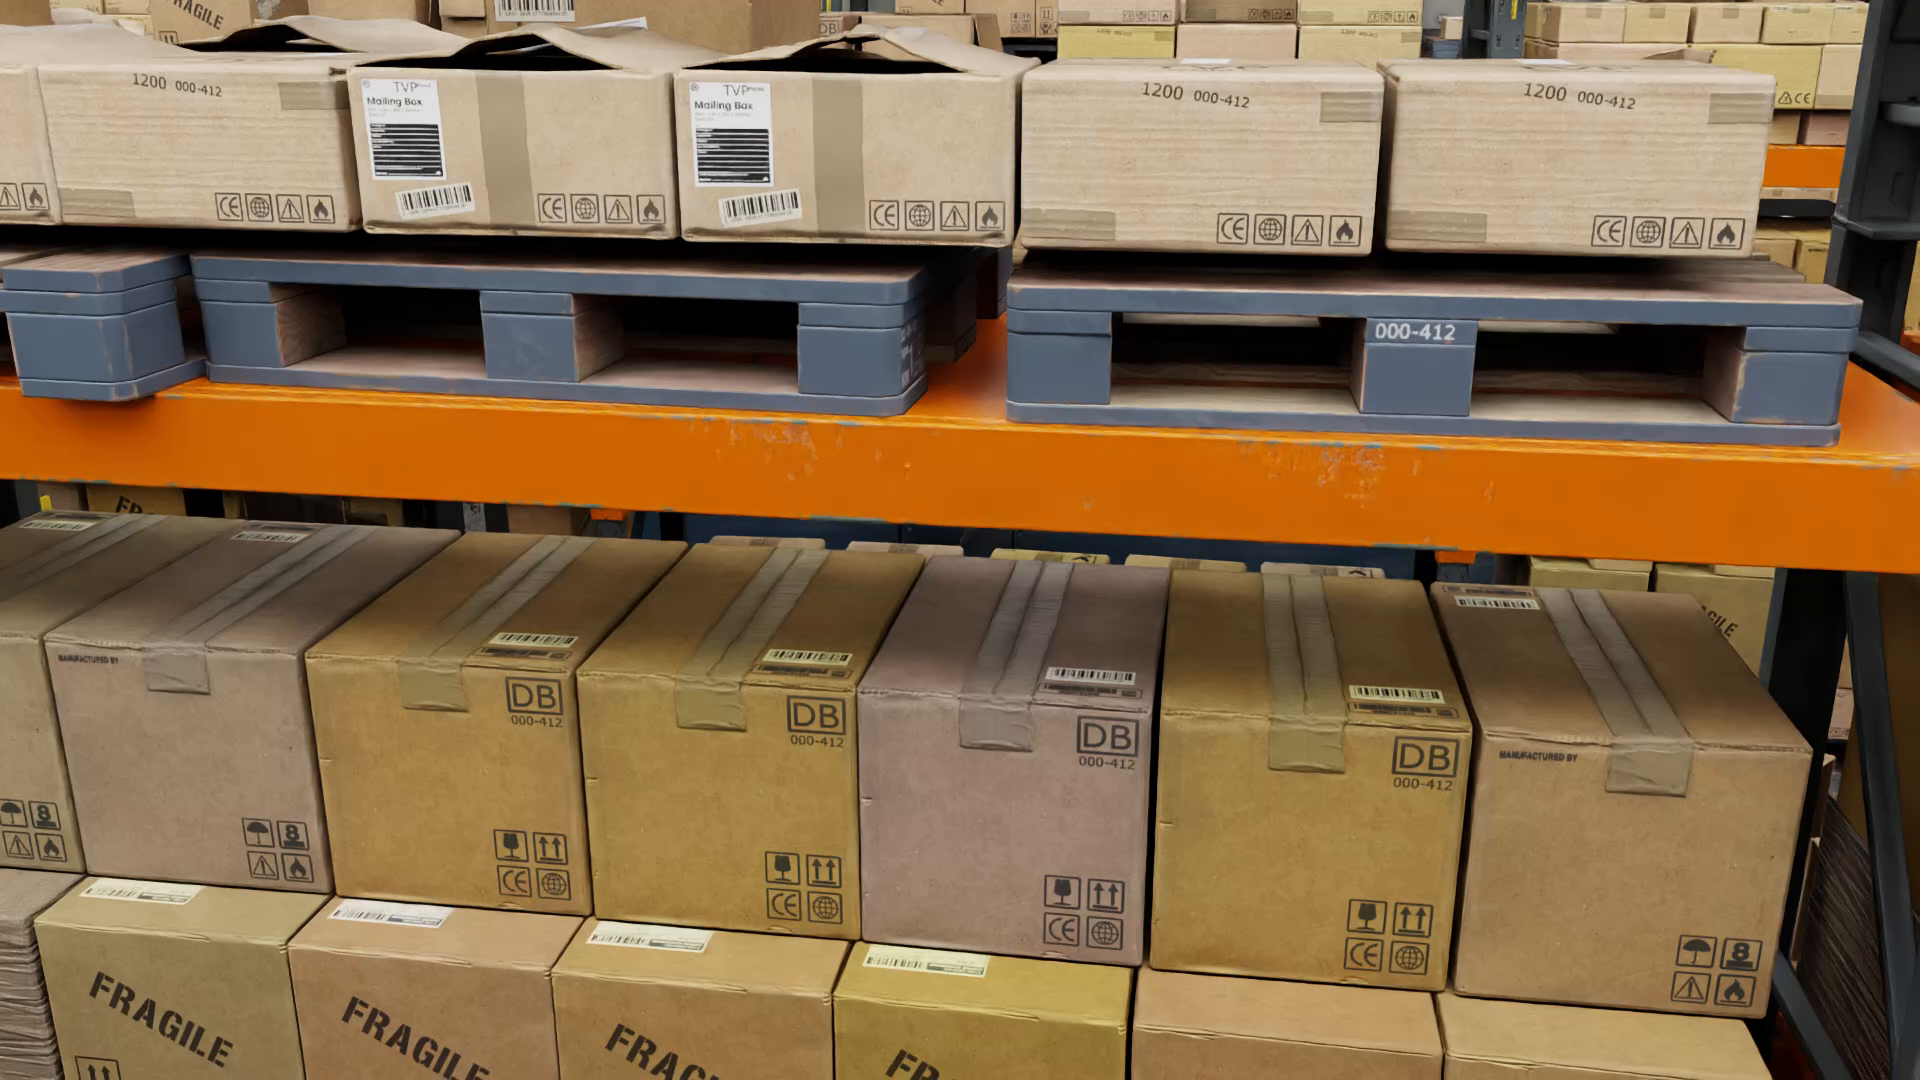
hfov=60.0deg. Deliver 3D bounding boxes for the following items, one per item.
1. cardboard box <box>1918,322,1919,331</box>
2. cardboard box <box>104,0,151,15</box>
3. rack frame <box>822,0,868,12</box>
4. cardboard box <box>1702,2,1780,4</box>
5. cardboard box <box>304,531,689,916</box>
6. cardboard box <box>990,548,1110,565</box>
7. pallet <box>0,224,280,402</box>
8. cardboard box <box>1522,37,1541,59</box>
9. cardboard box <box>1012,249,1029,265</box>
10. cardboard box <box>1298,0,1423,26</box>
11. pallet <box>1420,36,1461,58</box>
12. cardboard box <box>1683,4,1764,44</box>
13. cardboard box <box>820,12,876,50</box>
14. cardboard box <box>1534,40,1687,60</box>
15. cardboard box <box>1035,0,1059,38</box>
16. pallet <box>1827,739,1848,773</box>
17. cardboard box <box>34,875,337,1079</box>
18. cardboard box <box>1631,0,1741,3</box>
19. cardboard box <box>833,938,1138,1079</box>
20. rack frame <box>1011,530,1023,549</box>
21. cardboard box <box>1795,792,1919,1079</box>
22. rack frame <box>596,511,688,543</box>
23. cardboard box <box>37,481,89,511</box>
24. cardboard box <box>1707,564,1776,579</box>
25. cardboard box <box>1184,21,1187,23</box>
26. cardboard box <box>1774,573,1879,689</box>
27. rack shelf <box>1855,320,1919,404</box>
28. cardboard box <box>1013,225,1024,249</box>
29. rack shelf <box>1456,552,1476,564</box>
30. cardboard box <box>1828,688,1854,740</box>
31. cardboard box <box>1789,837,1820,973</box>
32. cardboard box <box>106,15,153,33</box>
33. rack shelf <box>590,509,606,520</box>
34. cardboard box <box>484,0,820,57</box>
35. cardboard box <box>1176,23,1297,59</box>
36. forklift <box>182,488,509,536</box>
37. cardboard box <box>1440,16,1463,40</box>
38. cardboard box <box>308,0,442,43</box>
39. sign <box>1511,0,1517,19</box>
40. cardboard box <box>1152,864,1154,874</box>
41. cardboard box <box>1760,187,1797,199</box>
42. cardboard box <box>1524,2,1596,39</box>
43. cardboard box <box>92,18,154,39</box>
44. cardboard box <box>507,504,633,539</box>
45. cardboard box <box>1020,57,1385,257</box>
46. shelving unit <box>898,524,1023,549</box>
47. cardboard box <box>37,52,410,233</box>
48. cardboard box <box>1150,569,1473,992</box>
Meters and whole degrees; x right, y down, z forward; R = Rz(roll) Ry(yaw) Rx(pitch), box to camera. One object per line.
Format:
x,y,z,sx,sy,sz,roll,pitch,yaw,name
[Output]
4.233,-1.081,7.103,0.500,0.500,0.700,3,19,8,cardboard box
-6.342,-4.260,13.061,0.500,0.250,0.500,3,19,10,cardboard box
-0.854,-5.174,12.084,0.127,3.000,1.000,3,19,9,rack frame
3.447,-2.304,7.374,0.250,0.149,0.380,3,19,10,cardboard box
-0.875,0.337,3.336,0.500,0.500,0.700,3,19,8,cardboard box
0.396,0.380,8.421,0.625,0.372,0.950,4,19,10,cardboard box
-1.679,-0.535,3.244,1.003,0.211,1.213,4,19,11,pallet
2.792,-2.127,7.472,0.500,0.250,0.500,3,19,8,cardboard box
0.404,-1.150,8.224,0.500,0.500,0.500,2,19,6,cardboard box
1.719,-2.349,7.156,0.500,0.250,0.500,3,19,10,cardboard box
3.941,-3.473,11.868,1.213,0.211,1.003,3,19,9,pallet
3.091,-2.115,6.810,0.250,0.149,0.380,2,19,7,cardboard box
-0.704,-2.193,7.744,0.500,0.500,0.700,3,19,9,cardboard box
2.702,-1.957,6.964,0.500,0.250,0.500,3,19,7,cardboard box
0.827,-3.881,11.971,0.500,0.500,0.500,3,19,10,cardboard box
4.188,0.834,7.979,1.213,0.211,1.003,3,19,9,pallet
-1.421,0.867,3.327,0.500,0.500,0.500,3,19,8,cardboard box
5.002,-3.714,11.467,0.637,0.503,0.797,4,19,10,cardboard box
0.070,0.943,3.100,0.500,0.500,0.500,3,19,9,cardboard box
0.368,-0.692,10.509,0.023,1.500,0.400,3,19,9,rack frame
1.992,0.927,3.068,0.550,0.550,0.875,3,19,9,cardboard box
-1.638,-0.773,8.387,0.127,3.000,1.000,3,19,9,rack frame
-4.963,-0.160,9.241,0.875,0.875,0.875,4,19,10,cardboard box
3.473,0.034,7.441,0.250,0.149,0.380,4,19,11,cardboard box
1.297,-2.303,7.806,0.500,0.250,0.500,3,19,8,cardboard box
3.893,0.341,7.546,0.500,0.500,0.500,4,19,12,cardboard box
3.601,0.003,2.473,4.000,0.370,1.077,3,19,9,rack shelf
0.553,-2.338,12.513,0.500,0.250,0.500,2,19,7,cardboard box
4.286,-0.130,7.599,4.000,0.370,1.077,3,19,9,rack shelf
3.904,0.696,7.667,0.500,0.250,0.500,3,19,8,cardboard box
3.200,1.409,5.585,0.503,0.637,0.797,3,19,9,cardboard box
-6.339,-4.021,13.132,0.500,0.250,0.500,3,19,10,cardboard box
-3.613,-0.533,8.802,4.000,0.370,1.077,3,19,9,rack shelf
-0.563,-0.934,3.164,0.500,0.500,0.500,3,19,9,cardboard box
1.213,-2.134,7.300,0.500,0.250,0.500,3,19,9,cardboard box
-2.222,0.270,5.377,1.130,2.935,3.031,8,20,22,forklift
3.490,-3.560,11.564,0.250,0.149,0.380,3,19,10,cardboard box
-2.646,-2.433,7.800,0.500,0.500,0.700,2,19,6,cardboard box
2.227,-2.253,6.645,0.005,0.325,0.100,3,19,9,sign
0.651,0.800,3.526,0.500,0.500,0.500,3,19,9,cardboard box
5.637,-2.396,11.587,0.250,0.149,0.380,3,19,10,cardboard box
2.659,-2.306,7.380,0.250,0.149,0.380,3,19,10,cardboard box
-3.839,-2.331,7.865,0.258,0.266,0.396,4,19,13,cardboard box
-2.307,-0.026,8.840,0.875,0.875,0.875,3,19,8,cardboard box
0.372,-0.607,2.581,0.500,0.250,0.500,3,19,8,cardboard box
0.007,-0.711,10.564,0.755,1.500,0.431,3,19,9,shelving unit
-1.149,-0.685,2.813,0.500,0.250,0.500,3,19,10,cardboard box
0.627,0.414,3.106,0.500,0.500,0.700,3,19,8,cardboard box
